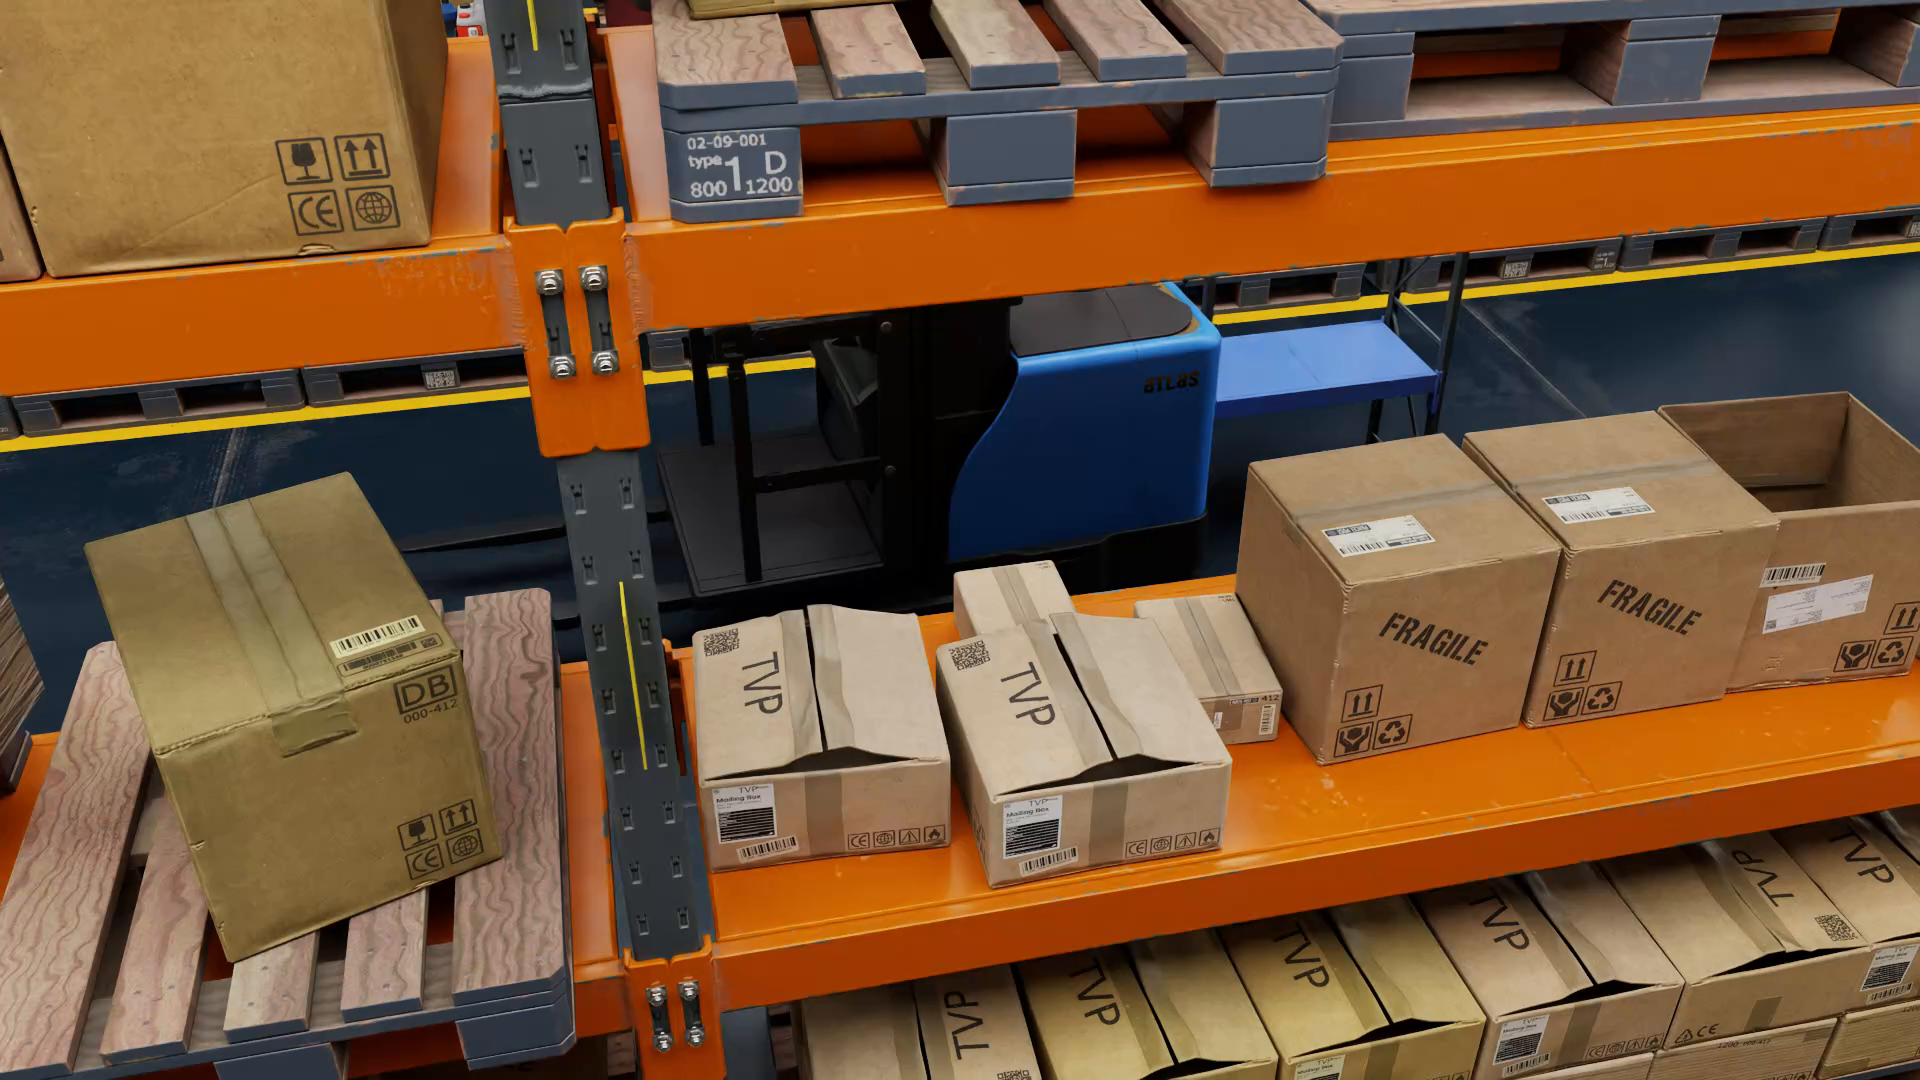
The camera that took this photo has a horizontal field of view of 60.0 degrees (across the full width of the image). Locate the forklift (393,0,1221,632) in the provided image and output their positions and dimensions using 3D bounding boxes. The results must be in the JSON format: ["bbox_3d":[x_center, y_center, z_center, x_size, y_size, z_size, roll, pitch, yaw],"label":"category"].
[{"bbox_3d":[-0.621,-1.085,5.736,3.031,2.935,1.130,-10,35,-14],"label":"forklift"}]

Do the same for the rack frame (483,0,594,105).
[{"bbox_3d":[-0.669,-2.110,1.819,0.127,3.000,1.000,-7,35,-11],"label":"rack frame"}]

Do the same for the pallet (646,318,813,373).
[{"bbox_3d":[-0.994,-1.228,8.391,1.213,0.211,1.003,-7,35,-11],"label":"pallet"}]

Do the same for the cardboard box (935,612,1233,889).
[{"bbox_3d":[0.246,0.413,3.522,0.500,0.311,0.500,-8,35,-11],"label":"cardboard box"}]

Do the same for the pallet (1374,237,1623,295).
[{"bbox_3d":[2.807,-1.706,9.102,1.213,0.211,1.003,-7,35,-11],"label":"pallet"}]

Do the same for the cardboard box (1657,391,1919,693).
[{"bbox_3d":[1.966,-0.002,3.972,0.500,0.500,0.500,-5,34,-7],"label":"cardboard box"}]

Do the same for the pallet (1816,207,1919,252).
[{"bbox_3d":[5.187,-2.005,9.549,1.213,0.211,1.003,-7,35,-11],"label":"pallet"}]

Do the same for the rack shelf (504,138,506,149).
[{"bbox_3d":[-3.709,-1.767,7.337,4.000,0.370,1.077,-7,35,-11],"label":"rack shelf"}]

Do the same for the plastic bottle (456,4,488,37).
[{"bbox_3d":[-2.218,-2.300,7.597,0.135,0.276,0.152,-7,35,-11],"label":"plastic bottle"}]

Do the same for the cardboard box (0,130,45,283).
[{"bbox_3d":[-1.585,-0.772,2.426,0.500,0.500,0.910,-7,35,-11],"label":"cardboard box"}]

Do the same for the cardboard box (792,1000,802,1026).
[{"bbox_3d":[-0.213,0.917,4.279,0.500,0.311,0.500,-6,34,-9],"label":"cardboard box"}]

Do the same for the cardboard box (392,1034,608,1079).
[{"bbox_3d":[-1.176,1.137,4.213,0.500,0.500,0.500,-6,34,-9],"label":"cardboard box"}]

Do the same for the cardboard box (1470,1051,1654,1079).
[{"bbox_3d":[1.402,1.251,4.284,0.500,0.250,0.500,-6,34,-10],"label":"cardboard box"}]

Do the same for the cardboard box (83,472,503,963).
[{"bbox_3d":[-1.259,0.304,3.139,0.500,0.500,0.700,-19,38,-26],"label":"cardboard box"}]

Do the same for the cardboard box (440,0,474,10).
[{"bbox_3d":[-3.529,-4.222,11.880,0.875,0.875,1.225,-9,35,-13],"label":"cardboard box"}]

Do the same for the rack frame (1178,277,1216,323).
[{"bbox_3d":[0.864,-0.741,6.508,0.032,1.500,0.500,-8,35,-11],"label":"rack frame"}]

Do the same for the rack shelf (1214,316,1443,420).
[{"bbox_3d":[1.358,-0.658,6.708,1.000,0.185,0.538,-8,35,-11],"label":"rack shelf"}]

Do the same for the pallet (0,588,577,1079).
[{"bbox_3d":[-1.315,0.582,3.363,1.003,0.211,1.213,-7,35,-11],"label":"pallet"}]

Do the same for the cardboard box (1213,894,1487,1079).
[{"bbox_3d":[0.915,1.080,4.036,0.500,0.311,0.500,-8,35,-12],"label":"cardboard box"}]

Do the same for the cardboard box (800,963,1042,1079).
[{"bbox_3d":[-0.094,1.211,3.842,0.500,0.311,0.500,-6,34,-9],"label":"cardboard box"}]

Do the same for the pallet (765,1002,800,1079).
[{"bbox_3d":[0.142,1.459,4.387,1.213,0.211,1.003,-7,35,-11],"label":"pallet"}]

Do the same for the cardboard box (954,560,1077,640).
[{"bbox_3d":[0.147,0.224,3.949,0.250,0.149,0.380,-7,35,-11],"label":"cardboard box"}]

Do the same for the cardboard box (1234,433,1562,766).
[{"bbox_3d":[0.964,0.124,3.783,0.500,0.500,0.500,-9,35,-13],"label":"cardboard box"}]

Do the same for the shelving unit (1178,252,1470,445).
[{"bbox_3d":[1.358,-0.808,6.608,1.048,1.500,0.538,-8,35,-11],"label":"shelving unit"}]

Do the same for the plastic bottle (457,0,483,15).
[{"bbox_3d":[-2.252,-2.383,7.720,0.135,0.276,0.152,-7,35,-11],"label":"plastic bottle"}]

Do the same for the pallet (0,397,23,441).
[{"bbox_3d":[-4.898,-0.734,7.655,1.213,0.211,1.003,-7,35,-11],"label":"pallet"}]

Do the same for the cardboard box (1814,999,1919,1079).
[{"bbox_3d":[2.398,1.126,4.471,0.500,0.250,0.500,-8,35,-11],"label":"cardboard box"}]

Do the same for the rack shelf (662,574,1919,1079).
[{"bbox_3d":[1.281,0.434,4.057,4.000,0.370,1.077,-7,35,-11],"label":"rack shelf"}]

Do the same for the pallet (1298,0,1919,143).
[{"bbox_3d":[1.063,-1.057,3.111,1.213,0.211,1.003,-6,34,-8],"label":"pallet"}]

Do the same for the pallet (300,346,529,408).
[{"bbox_3d":[-2.518,-1.034,8.102,1.213,0.211,1.003,-7,35,-11],"label":"pallet"}]

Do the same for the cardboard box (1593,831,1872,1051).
[{"bbox_3d":[1.907,0.957,4.220,0.500,0.311,0.500,-7,35,-11],"label":"cardboard box"}]

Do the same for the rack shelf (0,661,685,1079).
[{"bbox_3d":[-2.620,0.925,3.325,4.000,0.370,1.077,-7,35,-11],"label":"rack shelf"}]

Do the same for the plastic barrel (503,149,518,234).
[{"bbox_3d":[-2.232,-1.516,7.887,0.708,0.830,0.600,-7,35,-11],"label":"plastic barrel"}]

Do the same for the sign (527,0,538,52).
[{"bbox_3d":[-0.552,-0.784,2.071,0.005,0.325,0.100,-7,35,-11],"label":"sign"}]
